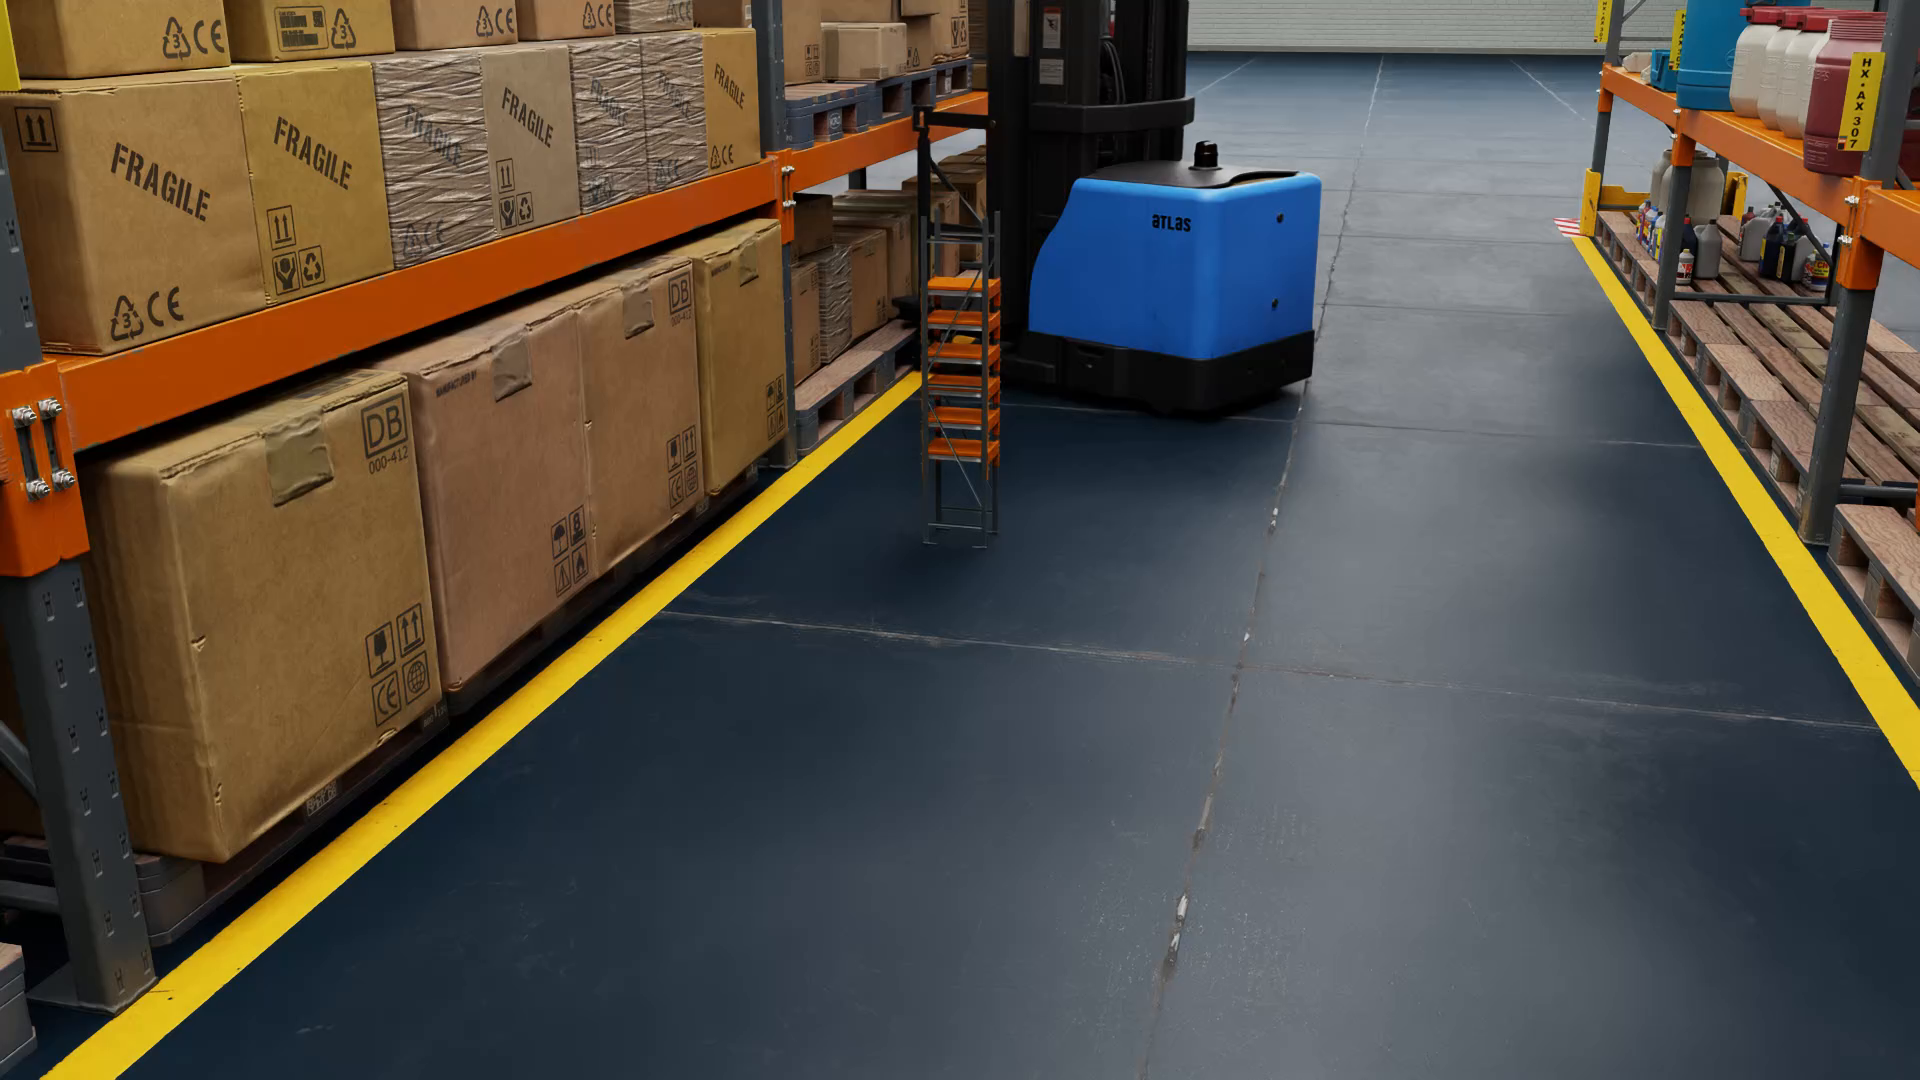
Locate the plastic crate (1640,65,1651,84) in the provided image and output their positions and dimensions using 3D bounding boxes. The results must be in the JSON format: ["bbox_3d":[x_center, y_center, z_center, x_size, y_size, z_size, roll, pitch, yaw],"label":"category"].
[{"bbox_3d":[4.734,-3.033,10.835,0.530,0.136,0.437,5,19,13],"label":"plastic crate"}]

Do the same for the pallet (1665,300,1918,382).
[{"bbox_3d":[4.429,-1.060,8.965,1.003,0.211,1.213,5,19,13],"label":"pallet"}]

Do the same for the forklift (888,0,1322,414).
[{"bbox_3d":[0.343,-2.358,8.556,3.031,2.935,1.130,16,25,39],"label":"forklift"}]

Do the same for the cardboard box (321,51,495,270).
[{"bbox_3d":[-1.575,-0.999,4.317,0.500,0.500,0.500,4,19,12],"label":"cardboard box"}]

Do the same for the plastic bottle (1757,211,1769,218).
[{"bbox_3d":[5.415,-2.072,11.145,0.152,0.276,0.135,4,19,12],"label":"plastic bottle"}]

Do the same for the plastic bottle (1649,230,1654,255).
[{"bbox_3d":[4.633,-1.989,11.018,0.097,0.201,0.097,0,19,0],"label":"plastic bottle"}]

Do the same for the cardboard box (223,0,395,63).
[{"bbox_3d":[-1.847,-1.450,4.085,0.797,0.503,0.637,5,19,14],"label":"cardboard box"}]

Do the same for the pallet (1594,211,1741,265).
[{"bbox_3d":[5.384,-2.281,12.541,1.003,0.211,1.213,5,19,13],"label":"pallet"}]

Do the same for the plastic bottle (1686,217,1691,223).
[{"bbox_3d":[4.692,-1.938,10.742,0.061,0.283,0.133,5,19,13],"label":"plastic bottle"}]

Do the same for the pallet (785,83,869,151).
[{"bbox_3d":[-1.126,-1.908,7.428,1.213,0.211,1.003,5,19,13],"label":"pallet"}]

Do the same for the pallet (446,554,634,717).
[{"bbox_3d":[-1.763,0.175,5.347,1.003,0.211,1.213,5,19,13],"label":"pallet"}]

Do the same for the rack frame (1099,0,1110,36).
[{"bbox_3d":[0.757,-4.274,14.060,1.000,3.000,0.127,5,19,13],"label":"rack frame"}]

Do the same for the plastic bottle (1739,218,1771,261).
[{"bbox_3d":[5.183,-1.965,10.833,0.152,0.276,0.135,5,19,13],"label":"plastic bottle"}]

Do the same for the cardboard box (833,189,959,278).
[{"bbox_3d":[-0.391,-1.855,10.164,0.700,0.500,0.500,3,19,9],"label":"cardboard box"}]

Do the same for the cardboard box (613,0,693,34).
[{"bbox_3d":[-1.392,-2.061,5.873,0.797,0.503,0.637,5,20,15],"label":"cardboard box"}]

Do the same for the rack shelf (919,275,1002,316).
[{"bbox_3d":[0.004,-0.871,5.905,0.258,0.103,0.180,5,19,13],"label":"rack shelf"}]

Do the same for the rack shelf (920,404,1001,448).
[{"bbox_3d":[0.004,-0.417,6.060,0.258,0.103,0.180,5,19,13],"label":"rack shelf"}]

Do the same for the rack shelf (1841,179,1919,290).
[{"bbox_3d":[3.117,-0.408,3.855,1.077,0.370,4.000,5,19,13],"label":"rack shelf"}]

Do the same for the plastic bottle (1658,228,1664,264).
[{"bbox_3d":[4.507,-1.891,10.605,0.061,0.283,0.133,6,20,17],"label":"plastic bottle"}]

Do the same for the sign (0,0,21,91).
[{"bbox_3d":[-1.636,-0.917,2.769,0.100,0.325,0.005,5,19,13],"label":"sign"}]

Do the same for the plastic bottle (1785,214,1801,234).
[{"bbox_3d":[5.229,-1.863,10.419,0.144,0.351,0.185,4,19,11],"label":"plastic bottle"}]

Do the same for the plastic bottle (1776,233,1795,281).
[{"bbox_3d":[5.035,-1.729,10.130,0.061,0.283,0.133,5,19,13],"label":"plastic bottle"}]

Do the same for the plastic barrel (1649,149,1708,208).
[{"bbox_3d":[5.474,-2.692,12.627,0.421,0.512,0.421,0,19,0],"label":"plastic barrel"}]

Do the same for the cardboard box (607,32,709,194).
[{"bbox_3d":[-1.205,-1.484,5.736,0.500,0.500,0.500,4,19,13],"label":"cardboard box"}]

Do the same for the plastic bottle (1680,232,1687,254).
[{"bbox_3d":[4.381,-1.729,10.130,0.061,0.283,0.133,6,20,16],"label":"plastic bottle"}]

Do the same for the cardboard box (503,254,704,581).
[{"bbox_3d":[-1.611,-0.466,5.550,1.225,0.875,0.875,5,19,14],"label":"cardboard box"}]

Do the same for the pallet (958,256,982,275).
[{"bbox_3d":[-0.090,-1.914,11.465,1.003,0.211,1.213,5,19,13],"label":"pallet"}]

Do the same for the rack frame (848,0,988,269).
[{"bbox_3d":[-0.220,-3.020,10.389,1.000,3.000,0.127,5,19,13],"label":"rack frame"}]

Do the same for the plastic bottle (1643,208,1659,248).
[{"bbox_3d":[4.707,-2.117,11.287,0.097,0.271,0.097,0,19,0],"label":"plastic bottle"}]

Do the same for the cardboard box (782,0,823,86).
[{"bbox_3d":[-1.065,-2.368,7.675,0.700,0.500,0.500,8,20,21],"label":"cardboard box"}]

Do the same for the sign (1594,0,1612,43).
[{"bbox_3d":[5.028,-4.059,13.001,0.100,0.325,0.005,5,19,13],"label":"sign"}]

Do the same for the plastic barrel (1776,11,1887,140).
[{"bbox_3d":[3.852,-2.045,7.325,0.433,0.535,0.433,0,19,0],"label":"plastic barrel"}]

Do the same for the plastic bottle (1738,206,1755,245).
[{"bbox_3d":[5.345,-2.127,11.295,0.061,0.283,0.133,5,19,13],"label":"plastic bottle"}]

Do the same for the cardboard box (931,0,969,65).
[{"bbox_3d":[-0.550,-3.265,9.528,1.000,1.000,1.000,5,19,14],"label":"cardboard box"}]

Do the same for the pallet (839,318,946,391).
[{"bbox_3d":[-0.705,-1.073,9.002,1.003,0.211,1.213,5,19,13],"label":"pallet"}]

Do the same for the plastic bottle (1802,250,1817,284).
[{"bbox_3d":[5.136,-1.642,10.003,0.097,0.201,0.097,0,19,0],"label":"plastic bottle"}]

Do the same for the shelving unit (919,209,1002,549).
[{"bbox_3d":[0.004,-0.572,6.007,0.258,1.200,0.189,5,19,13],"label":"shelving unit"}]

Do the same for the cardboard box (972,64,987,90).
[{"bbox_3d":[0.124,-2.945,10.558,0.380,0.149,0.250,5,19,13],"label":"cardboard box"}]

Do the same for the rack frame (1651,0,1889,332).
[{"bbox_3d":[4.583,-2.629,9.244,1.000,3.000,0.127,5,19,13],"label":"rack frame"}]

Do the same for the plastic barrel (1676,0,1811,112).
[{"bbox_3d":[4.195,-2.769,8.879,0.600,0.901,0.708,5,19,13],"label":"plastic barrel"}]

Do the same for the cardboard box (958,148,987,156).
[{"bbox_3d":[0.304,-2.711,12.700,0.500,0.500,0.500,7,20,18],"label":"cardboard box"}]

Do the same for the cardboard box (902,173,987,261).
[{"bbox_3d":[-0.083,-2.158,11.083,0.500,0.500,0.500,4,19,12],"label":"cardboard box"}]

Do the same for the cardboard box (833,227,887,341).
[{"bbox_3d":[-0.798,-1.356,8.705,0.700,0.500,0.500,6,20,18],"label":"cardboard box"}]

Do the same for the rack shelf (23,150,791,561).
[{"bbox_3d":[-1.686,-0.799,5.000,1.077,0.370,4.000,5,19,13],"label":"rack shelf"}]

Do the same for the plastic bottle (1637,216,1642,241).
[{"bbox_3d":[4.790,-2.191,11.609,0.097,0.201,0.097,0,19,0],"label":"plastic bottle"}]
